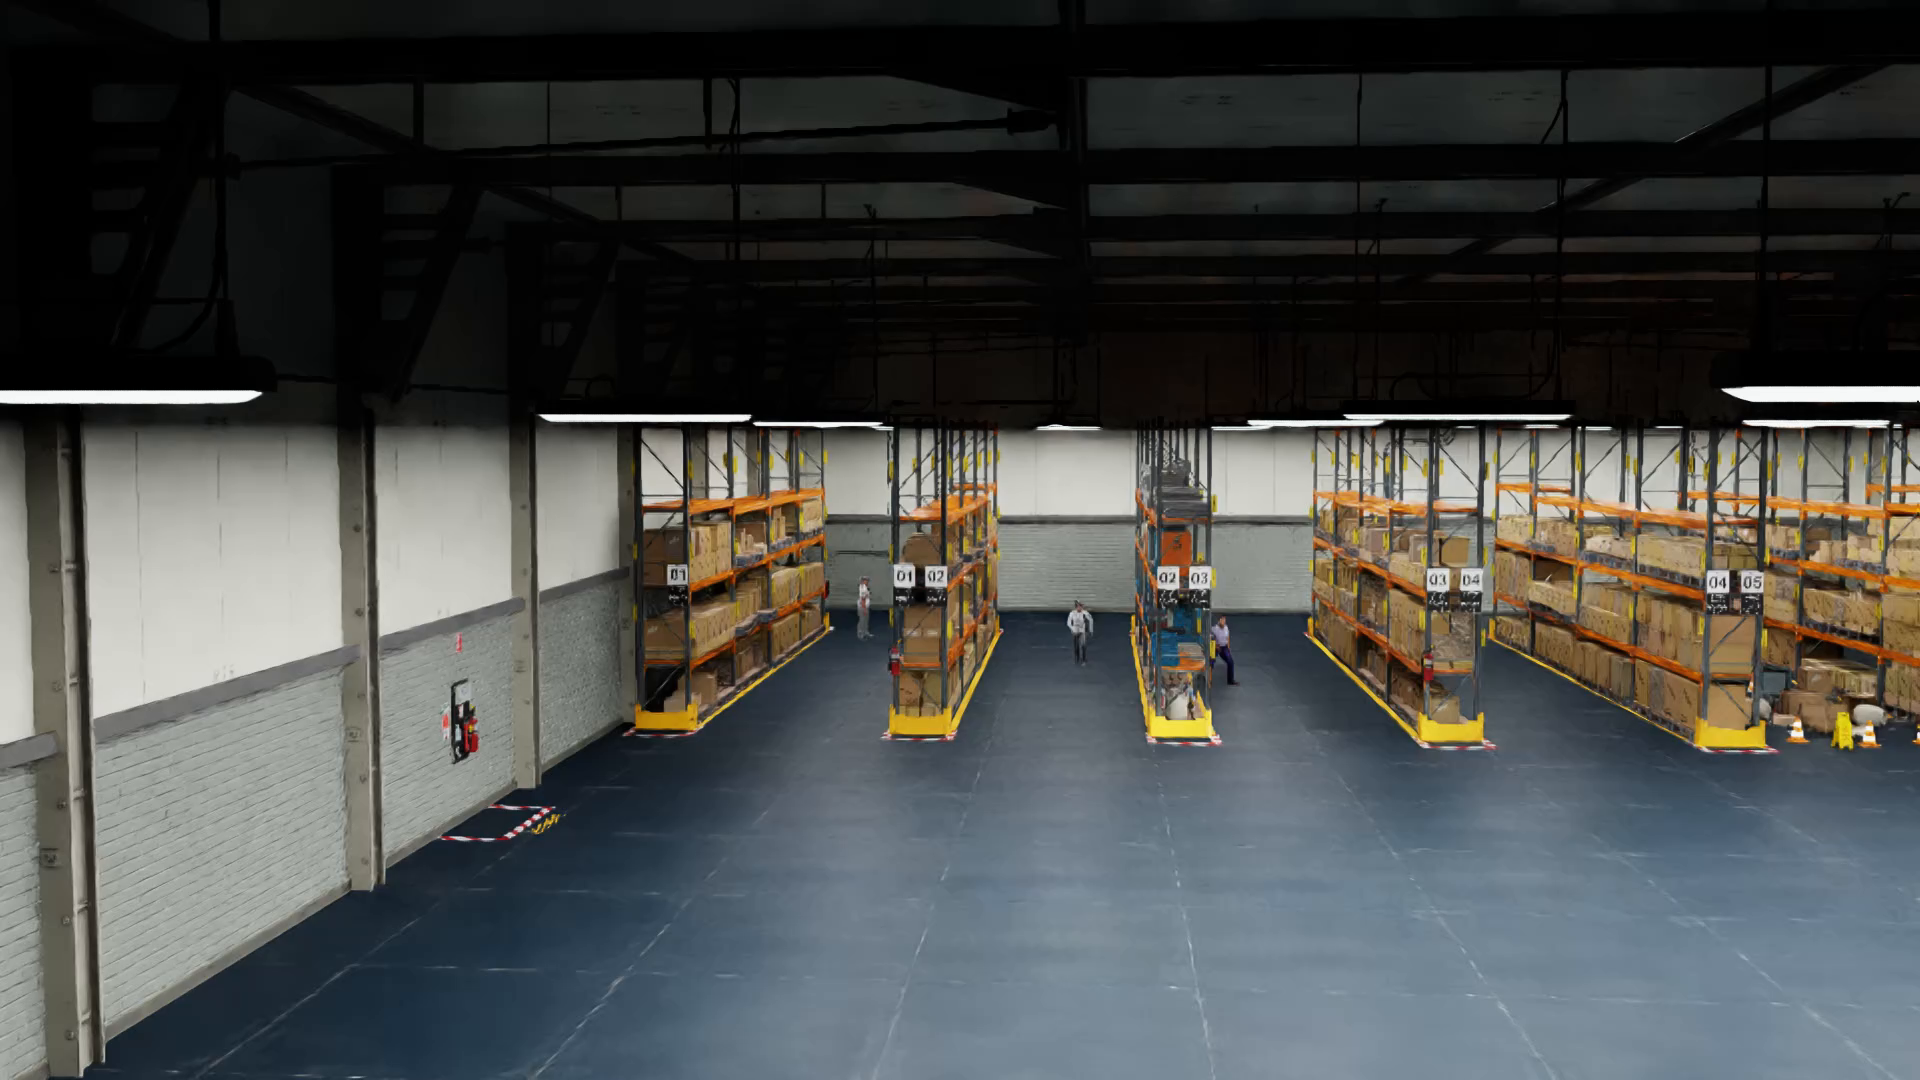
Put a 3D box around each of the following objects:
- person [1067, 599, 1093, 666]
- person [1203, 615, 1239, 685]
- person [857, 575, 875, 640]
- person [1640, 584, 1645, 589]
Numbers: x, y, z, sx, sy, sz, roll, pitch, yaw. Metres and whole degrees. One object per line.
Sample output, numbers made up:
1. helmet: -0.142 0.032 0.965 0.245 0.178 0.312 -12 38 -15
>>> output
1. person: 2.940 2.247 40.839 0.636 1.621 0.814 1 4 10
2. person: 5.884 2.466 37.661 0.655 1.578 0.824 -1 4 -12
3. person: -2.599 1.848 45.687 0.492 1.767 0.612 0 4 -1
4. person: 18.642 1.965 45.576 0.410 1.529 0.957 1 4 15
